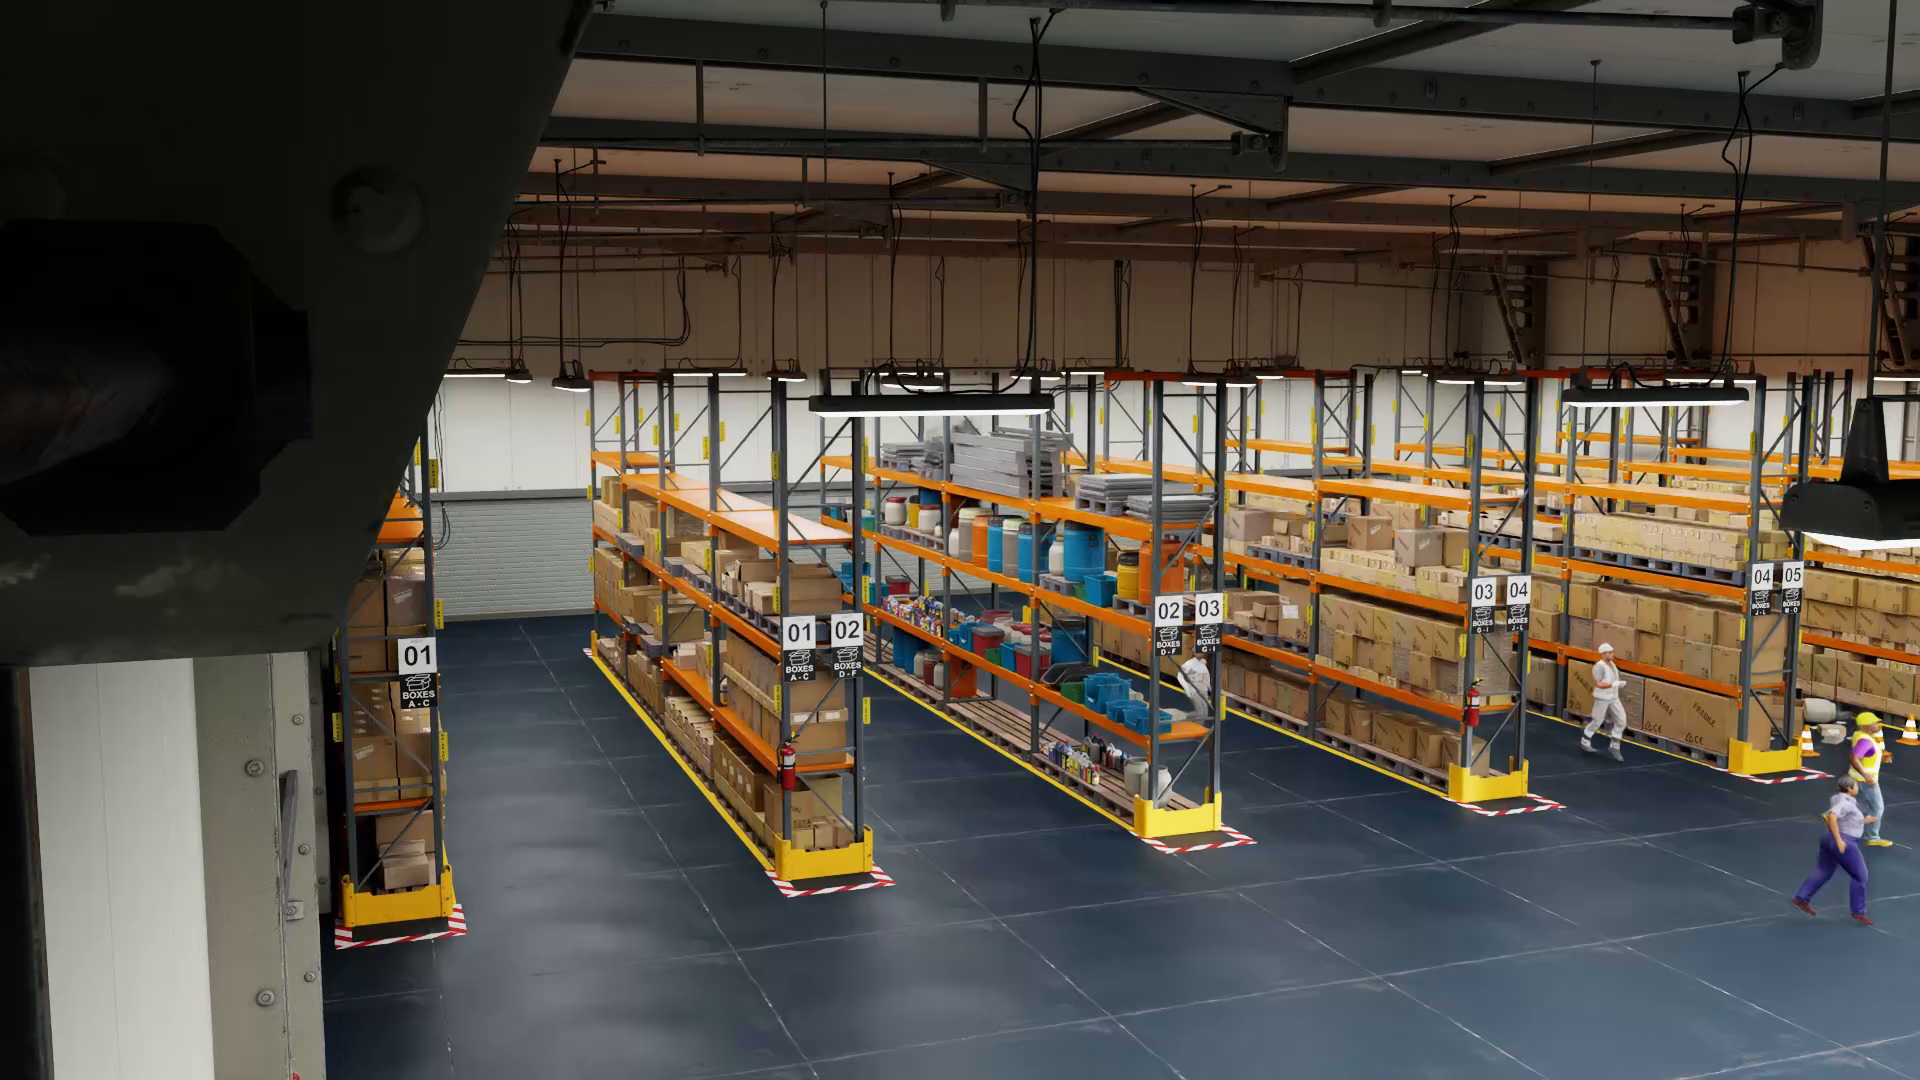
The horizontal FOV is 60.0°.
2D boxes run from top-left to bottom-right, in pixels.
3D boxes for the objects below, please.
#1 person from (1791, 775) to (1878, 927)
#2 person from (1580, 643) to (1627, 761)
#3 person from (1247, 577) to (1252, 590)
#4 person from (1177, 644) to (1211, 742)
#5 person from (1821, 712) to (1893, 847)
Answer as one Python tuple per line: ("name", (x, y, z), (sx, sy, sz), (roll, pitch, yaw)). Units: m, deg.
("person", (9.759, 3.444, 18.504), (0.855, 1.694, 0.580), (0, 6, 3))
("person", (10.136, 2.534, 26.086), (0.643, 1.845, 0.774), (-4, 7, -31))
("person", (7.187, 0.849, 41.485), (0.566, 1.713, 0.712), (3, 7, 27))
("person", (3.883, 2.483, 27.240), (0.618, 1.652, 0.550), (-4, 8, -33))
("person", (11.607, 3.072, 21.434), (0.831, 1.742, 0.705), (2, 7, 18))
